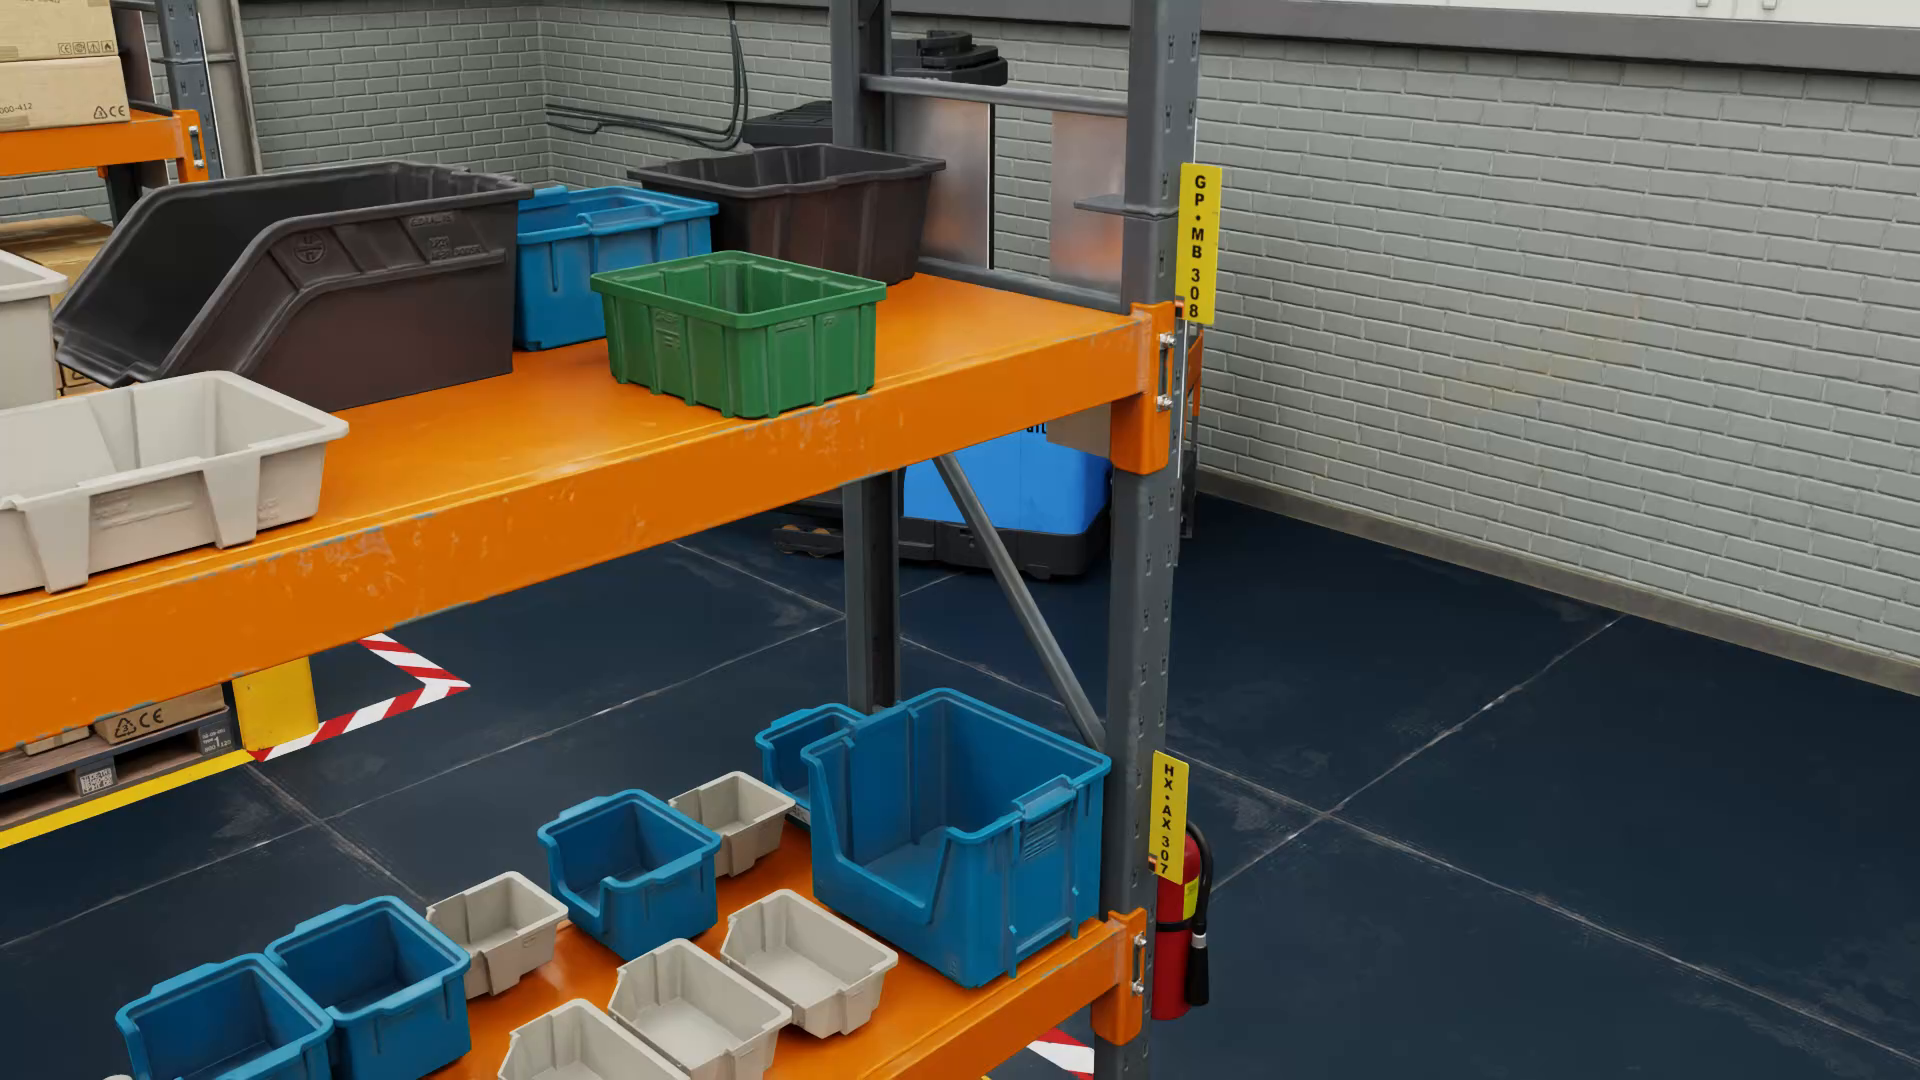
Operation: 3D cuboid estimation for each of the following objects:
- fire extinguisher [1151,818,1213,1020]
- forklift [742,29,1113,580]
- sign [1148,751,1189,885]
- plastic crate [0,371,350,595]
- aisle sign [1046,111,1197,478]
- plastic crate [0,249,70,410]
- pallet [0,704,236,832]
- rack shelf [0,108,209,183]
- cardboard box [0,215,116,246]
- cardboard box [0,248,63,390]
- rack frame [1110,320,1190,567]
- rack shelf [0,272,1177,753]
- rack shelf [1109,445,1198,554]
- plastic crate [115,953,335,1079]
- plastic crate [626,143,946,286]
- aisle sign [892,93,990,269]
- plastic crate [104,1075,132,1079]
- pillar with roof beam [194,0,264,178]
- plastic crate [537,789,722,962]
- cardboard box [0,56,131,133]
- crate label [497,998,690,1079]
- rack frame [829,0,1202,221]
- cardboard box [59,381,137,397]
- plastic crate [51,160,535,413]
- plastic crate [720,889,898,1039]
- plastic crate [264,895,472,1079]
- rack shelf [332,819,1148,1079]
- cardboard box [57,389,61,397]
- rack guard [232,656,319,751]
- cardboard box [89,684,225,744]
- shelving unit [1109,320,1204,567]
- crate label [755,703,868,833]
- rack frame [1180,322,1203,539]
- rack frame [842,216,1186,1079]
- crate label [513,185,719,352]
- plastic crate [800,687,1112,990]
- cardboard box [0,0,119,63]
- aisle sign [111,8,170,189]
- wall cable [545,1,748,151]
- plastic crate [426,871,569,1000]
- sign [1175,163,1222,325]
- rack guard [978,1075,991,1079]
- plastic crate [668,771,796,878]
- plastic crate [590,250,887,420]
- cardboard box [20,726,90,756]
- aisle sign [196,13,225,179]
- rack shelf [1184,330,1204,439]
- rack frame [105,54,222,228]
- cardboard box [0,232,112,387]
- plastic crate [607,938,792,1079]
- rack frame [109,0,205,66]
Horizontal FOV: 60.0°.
[{"bbox_3d":[0.519,0.888,4.210,0.296,0.674,0.183,19,28,41],"label":"fire extinguisher"},{"bbox_3d":[-0.595,-1.438,9.730,3.031,2.935,1.130,7,22,17],"label":"forklift"},{"bbox_3d":[0.494,0.660,3.948,0.100,0.325,0.005,19,28,41],"label":"sign"},{"bbox_3d":[-1.175,-0.081,2.290,0.437,0.136,0.530,19,28,41],"label":"plastic crate"},{"bbox_3d":[0.349,-0.556,3.716,0.394,0.787,0.004,19,28,41],"label":"aisle sign"},{"bbox_3d":[-1.679,-0.249,2.526,0.437,0.282,0.530,19,28,41],"label":"plastic crate"},{"bbox_3d":[-4.066,0.889,7.468,1.003,0.211,1.213,19,28,41],"label":"pallet"},{"bbox_3d":[-4.853,-1.188,5.806,1.077,0.370,4.000,19,28,41],"label":"rack shelf"},{"bbox_3d":[-3.956,-1.103,7.230,0.500,0.500,0.500,-19,28,-40],"label":"cardboard box"},{"bbox_3d":[-3.923,-0.838,6.540,0.500,0.500,0.500,-19,28,-41],"label":"cardboard box"},{"bbox_3d":[1.074,-0.845,9.345,0.400,2.100,0.015,6,22,16],"label":"rack frame"},{"bbox_3d":[-1.307,0.053,2.578,1.077,0.370,4.000,19,28,41],"label":"rack shelf"},{"bbox_3d":[1.145,-0.262,9.819,0.431,0.518,0.480,6,22,16],"label":"rack shelf"},{"bbox_3d":[-1.448,1.050,3.312,0.416,0.233,0.300,19,28,41],"label":"plastic crate"},{"bbox_3d":[-0.380,-0.707,3.734,0.497,0.269,0.590,19,28,41],"label":"plastic crate"},{"bbox_3d":[-0.074,-0.703,4.100,0.394,0.787,0.004,19,28,41],"label":"aisle sign"},{"bbox_3d":[-1.703,1.204,3.046,0.293,0.136,0.466,19,28,41],"label":"plastic crate"},{"bbox_3d":[-2.662,-4.510,9.265,9.100,9.000,0.400,19,28,41],"label":"pillar with roof beam"},{"bbox_3d":[-0.779,0.804,3.953,0.416,0.233,0.300,19,28,41],"label":"plastic crate"},{"bbox_3d":[-3.627,-1.770,6.526,0.500,0.250,0.500,19,28,41],"label":"cardboard box"},{"bbox_3d":[-0.740,1.102,3.311,0.396,0.136,0.243,19,28,41],"label":"crate label"},{"bbox_3d":[0.088,-2.197,3.248,1.000,3.000,0.127,19,28,41],"label":"rack frame"},{"bbox_3d":[-3.575,-0.501,7.058,0.500,0.500,0.500,-19,28,-40],"label":"cardboard box"},{"bbox_3d":[-1.174,-0.444,2.955,0.504,0.338,0.767,19,28,41],"label":"plastic crate"},{"bbox_3d":[-0.351,0.953,3.698,0.396,0.136,0.243,19,28,41],"label":"plastic crate"},{"bbox_3d":[-1.238,0.973,3.513,0.416,0.233,0.300,19,28,41],"label":"plastic crate"},{"bbox_3d":[-1.307,1.453,3.116,1.077,0.370,4.000,19,28,41],"label":"rack shelf"},{"bbox_3d":[-3.935,-0.367,6.709,0.500,0.500,0.500,20,28,41],"label":"cardboard box"},{"bbox_3d":[-3.511,0.549,7.950,1.175,0.500,0.348,19,28,41],"label":"rack guard"},{"bbox_3d":[-3.661,0.525,7.398,0.500,0.500,0.500,19,28,41],"label":"cardboard box"},{"bbox_3d":[1.145,-0.928,9.563,0.431,2.100,0.503,6,22,16],"label":"shelving unit"},{"bbox_3d":[-0.320,0.634,4.393,0.416,0.233,0.303,19,28,41],"label":"crate label"},{"bbox_3d":[1.216,-1.012,9.781,0.400,2.100,0.015,6,22,16],"label":"rack frame"},{"bbox_3d":[0.088,0.603,4.325,1.000,3.000,0.127,19,28,41],"label":"rack frame"},{"bbox_3d":[-0.787,-0.571,3.406,0.408,0.251,0.502,19,28,41],"label":"crate label"},{"bbox_3d":[-0.011,0.691,3.962,0.616,0.435,0.499,19,28,41],"label":"plastic crate"},{"bbox_3d":[-3.634,-2.005,6.442,0.500,0.250,0.500,19,28,41],"label":"cardboard box"},{"bbox_3d":[-3.621,-1.942,7.323,0.394,0.787,0.004,19,28,41],"label":"aisle sign"},{"bbox_3d":[-2.808,-4.592,13.806,3.097,2.526,0.112,19,28,41],"label":"wall cable"},{"bbox_3d":[-1.076,0.915,3.796,0.250,0.136,0.298,19,28,41],"label":"plastic crate"},{"bbox_3d":[0.494,-0.615,3.458,0.100,0.325,0.005,19,28,41],"label":"sign"},{"bbox_3d":[0.096,1.760,4.798,1.175,0.500,0.348,19,28,41],"label":"rack guard"},{"bbox_3d":[-0.603,0.741,4.250,0.250,0.136,0.298,19,28,41],"label":"plastic crate"},{"bbox_3d":[-0.395,-0.373,2.979,0.450,0.188,0.336,19,28,41],"label":"plastic crate"},{"bbox_3d":[-4.008,0.763,7.246,0.380,0.166,0.250,19,28,41],"label":"cardboard box"},{"bbox_3d":[-3.191,-1.792,6.932,0.394,0.787,0.004,19,28,41],"label":"aisle sign"},{"bbox_3d":[1.145,-0.916,9.568,0.431,0.518,0.480,6,22,16],"label":"rack shelf"},{"bbox_3d":[-3.458,-0.638,7.553,1.000,3.000,0.127,19,28,41],"label":"rack frame"},{"bbox_3d":[-3.571,-0.968,6.878,0.500,0.500,0.500,19,28,40],"label":"cardboard box"},{"bbox_3d":[-0.563,1.024,3.513,0.396,0.136,0.243,19,28,41],"label":"plastic crate"},{"bbox_3d":[-3.458,-3.438,6.476,1.000,3.000,0.127,19,28,41],"label":"rack frame"}]
